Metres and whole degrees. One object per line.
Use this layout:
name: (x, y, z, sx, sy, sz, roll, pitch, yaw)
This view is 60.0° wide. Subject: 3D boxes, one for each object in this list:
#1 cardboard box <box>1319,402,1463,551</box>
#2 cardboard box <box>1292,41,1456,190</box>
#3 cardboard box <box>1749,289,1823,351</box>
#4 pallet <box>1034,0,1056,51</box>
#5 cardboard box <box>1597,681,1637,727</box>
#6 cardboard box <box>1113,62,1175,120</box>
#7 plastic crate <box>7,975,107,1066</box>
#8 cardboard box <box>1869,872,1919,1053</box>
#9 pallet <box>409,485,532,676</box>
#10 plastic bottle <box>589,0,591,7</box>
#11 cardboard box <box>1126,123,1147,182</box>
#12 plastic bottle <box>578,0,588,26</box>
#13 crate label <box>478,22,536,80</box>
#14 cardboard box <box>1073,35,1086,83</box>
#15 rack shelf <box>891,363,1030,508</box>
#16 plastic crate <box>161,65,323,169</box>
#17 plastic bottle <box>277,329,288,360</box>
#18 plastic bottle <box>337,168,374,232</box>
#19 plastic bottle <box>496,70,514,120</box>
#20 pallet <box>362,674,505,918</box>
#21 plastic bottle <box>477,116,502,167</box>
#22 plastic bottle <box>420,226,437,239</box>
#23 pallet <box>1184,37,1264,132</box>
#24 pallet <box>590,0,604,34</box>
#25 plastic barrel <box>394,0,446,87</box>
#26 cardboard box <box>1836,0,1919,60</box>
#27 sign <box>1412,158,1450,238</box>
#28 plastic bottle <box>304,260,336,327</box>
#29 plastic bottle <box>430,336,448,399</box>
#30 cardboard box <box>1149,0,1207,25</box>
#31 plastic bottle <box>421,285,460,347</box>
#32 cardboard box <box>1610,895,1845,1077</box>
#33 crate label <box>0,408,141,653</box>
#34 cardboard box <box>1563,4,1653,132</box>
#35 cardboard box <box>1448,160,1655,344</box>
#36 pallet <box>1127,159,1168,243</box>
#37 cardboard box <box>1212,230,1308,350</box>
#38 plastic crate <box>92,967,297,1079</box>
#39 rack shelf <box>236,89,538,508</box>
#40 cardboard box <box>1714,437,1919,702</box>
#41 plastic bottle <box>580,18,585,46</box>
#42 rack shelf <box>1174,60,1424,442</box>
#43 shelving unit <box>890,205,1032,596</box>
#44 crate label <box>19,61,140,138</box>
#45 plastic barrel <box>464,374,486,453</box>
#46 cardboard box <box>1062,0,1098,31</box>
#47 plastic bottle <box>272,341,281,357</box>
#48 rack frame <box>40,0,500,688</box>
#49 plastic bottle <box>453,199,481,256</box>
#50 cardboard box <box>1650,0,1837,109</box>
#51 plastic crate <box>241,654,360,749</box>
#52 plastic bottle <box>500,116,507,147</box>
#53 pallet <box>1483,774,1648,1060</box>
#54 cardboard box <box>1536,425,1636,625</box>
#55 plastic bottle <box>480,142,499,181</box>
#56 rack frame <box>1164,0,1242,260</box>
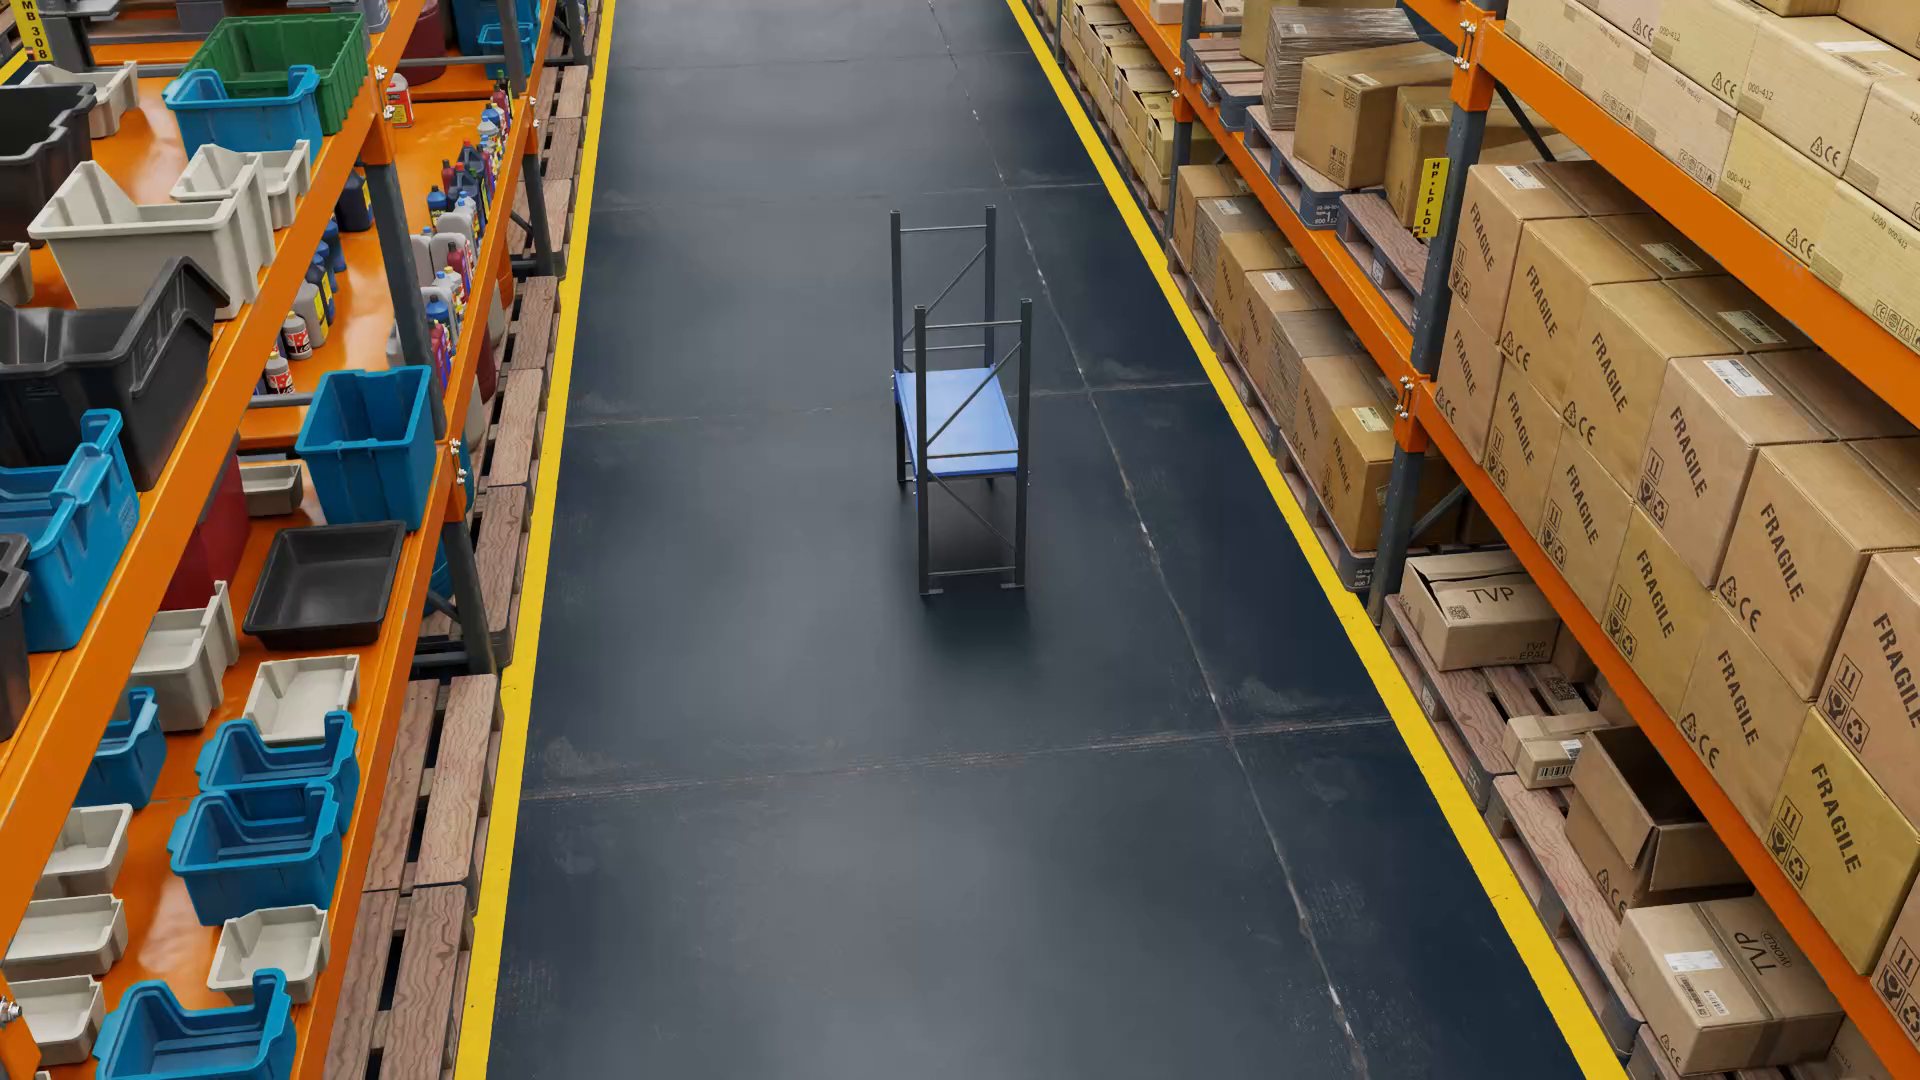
cardboard box: (2.047, -0.309, 7.869, 0.500, 0.500, 0.500, -5, 35, -7)
cardboard box: (2.099, -2.102, 8.210, 0.700, 0.500, 0.500, -13, 36, -18)
cardboard box: (2.861, -0.531, 5.389, 0.500, 0.500, 0.500, -4, 34, -6)
pallet: (1.256, -4.665, 14.908, 1.003, 0.211, 1.213, -4, 35, -6)
cardboard box: (2.856, 0.738, 6.500, 0.500, 0.311, 0.500, -4, 35, -6)
cardboard box: (1.403, -3.253, 11.930, 0.500, 0.311, 0.500, -5, 35, -7)
plastic crate: (-2.287, 1.179, 4.037, 0.396, 0.136, 0.243, -4, 35, -6)
cardboard box: (2.605, 1.055, 3.949, 0.500, 0.500, 0.500, -3, 34, -5)
pallet: (-2.574, 0.185, 7.791, 1.003, 0.211, 1.213, -4, 35, -6)
plastic bottle: (-3.367, -4.909, 14.751, 0.144, 0.351, 0.185, -5, 35, -7)
cardboard box: (1.474, -2.738, 11.673, 0.500, 0.250, 0.500, -5, 35, -7)
plastic bottle: (-3.285, -4.567, 14.249, 0.144, 0.351, 0.185, -3, 34, -5)
crate label: (-2.735, -2.960, 10.078, 0.303, 0.233, 0.416, -4, 35, -6)
cardboard box: (1.198, -3.879, 13.347, 0.500, 0.250, 0.500, -4, 34, -5)
rack shelf: (-0.011, -0.519, 7.999, 0.538, 0.185, 1.000, -4, 35, -6)
plastic crate: (-2.073, -1.220, 4.861, 0.416, 0.233, 0.300, -4, 35, -6)
plastic bottle: (-2.934, -0.881, 6.990, 0.152, 0.276, 0.135, -4, 35, -6)
plastic bottle: (-2.975, -1.702, 8.128, 0.144, 0.351, 0.185, -4, 35, -6)
plastic bottle: (-2.572, -2.524, 9.393, 0.061, 0.283, 0.133, -4, 35, -6)
pallet: (-2.374, 1.026, 6.556, 1.003, 0.211, 1.213, -4, 35, -6)
plastic bottle: (-2.492, -2.107, 8.792, 0.097, 0.271, 0.097, 0, 34, 0)
plastic bottle: (-2.473, -1.365, 7.765, 0.097, 0.201, 0.097, 0, 34, 0)
pallet: (2.020, -2.686, 9.698, 1.213, 0.211, 1.003, -4, 35, -6)
pallet: (-3.804, -4.905, 15.261, 1.003, 0.211, 1.213, -4, 35, -6)
plastic barrel: (-3.412, -3.058, 9.952, 0.600, 0.536, 0.708, -4, 35, -6)
cardboard box: (2.719, -1.496, 4.141, 0.700, 0.500, 0.500, -4, 35, -6)
sign: (1.848, -1.341, 6.526, 0.100, 0.325, 0.005, -4, 35, -6)
plastic bottle: (-2.841, -1.115, 7.266, 0.144, 0.351, 0.185, -4, 35, -6)
plastic bottle: (-2.138, -0.722, 6.749, 0.061, 0.283, 0.133, -4, 35, -6)
cardboard box: (1.465, -3.516, 10.968, 0.380, 0.149, 0.250, -4, 35, -6)
plastic bottle: (-2.246, -0.973, 7.125, 0.152, 0.276, 0.135, -4, 35, -6)
cardboard box: (2.520, 1.463, 5.490, 0.500, 0.250, 0.500, -4, 35, -6)
crate label: (-1.778, -0.019, 3.082, 0.408, 0.251, 0.502, -4, 35, -6)
cardboard box: (2.281, -1.514, 5.278, 0.500, 0.250, 0.500, -4, 35, -6)
cardboard box: (2.182, -1.077, 6.189, 0.500, 0.500, 0.500, -4, 34, -5)
pallet: (1.787, -2.448, 11.655, 1.003, 0.211, 1.213, -4, 35, -6)
cardboard box: (1.776, -1.440, 9.528, 0.500, 0.500, 0.500, -5, 35, -7)
plastic crate: (-1.769, 1.213, 3.902, 0.416, 0.233, 0.300, -4, 35, -6)
rack shelf: (-2.781, -1.352, 8.209, 1.077, 0.370, 4.000, -4, 35, -6)
cardboard box: (2.460, 0.073, 4.503, 0.500, 0.500, 0.500, -3, 34, -5)
plastic bottle: (-3.196, -4.263, 13.874, 0.097, 0.271, 0.097, 0, 34, 0)
rack shelf: (2.128, -1.725, 8.757, 1.077, 0.370, 4.000, -4, 35, -6)
shelving unit: (-0.011, -0.667, 7.897, 0.538, 1.500, 1.048, -4, 35, -6)
crate label: (-2.732, -1.369, 5.166, 0.293, 0.136, 0.466, -4, 35, -6)
plastic barrel: (-2.650, -0.701, 8.451, 0.421, 0.512, 0.421, 0, 34, 0)
cardboard box: (1.130, -4.390, 13.599, 0.500, 0.311, 0.500, -4, 35, -6)
plastic bottle: (-2.885, -0.788, 6.920, 0.097, 0.201, 0.097, 0, 34, 0)
rack frame: (-2.512, -0.533, 6.369, 1.000, 3.000, 0.127, -4, 35, -6)
plastic bottle: (-2.341, -1.480, 7.873, 0.097, 0.271, 0.097, 0, 34, 0)
cardboard box: (2.341, -1.441, 4.727, 0.500, 0.250, 0.500, -4, 35, -6)
plastic crate: (-1.980, 0.500, 5.034, 0.293, 0.136, 0.466, -4, 35, -6)
plastic bottle: (-2.531, -2.241, 9.051, 0.097, 0.201, 0.097, 0, 34, 0)
pallet: (2.656, 1.312, 6.138, 1.003, 0.211, 1.213, -4, 35, -6)
cardboard box: (2.333, -0.078, 5.612, 0.500, 0.500, 0.500, -5, 35, -7)
plastic bottle: (-2.465, -1.969, 8.653, 0.097, 0.201, 0.097, 0, 34, 0)
rack frame: (1.859, -3.138, 10.192, 1.000, 3.000, 0.127, -4, 35, -6)
